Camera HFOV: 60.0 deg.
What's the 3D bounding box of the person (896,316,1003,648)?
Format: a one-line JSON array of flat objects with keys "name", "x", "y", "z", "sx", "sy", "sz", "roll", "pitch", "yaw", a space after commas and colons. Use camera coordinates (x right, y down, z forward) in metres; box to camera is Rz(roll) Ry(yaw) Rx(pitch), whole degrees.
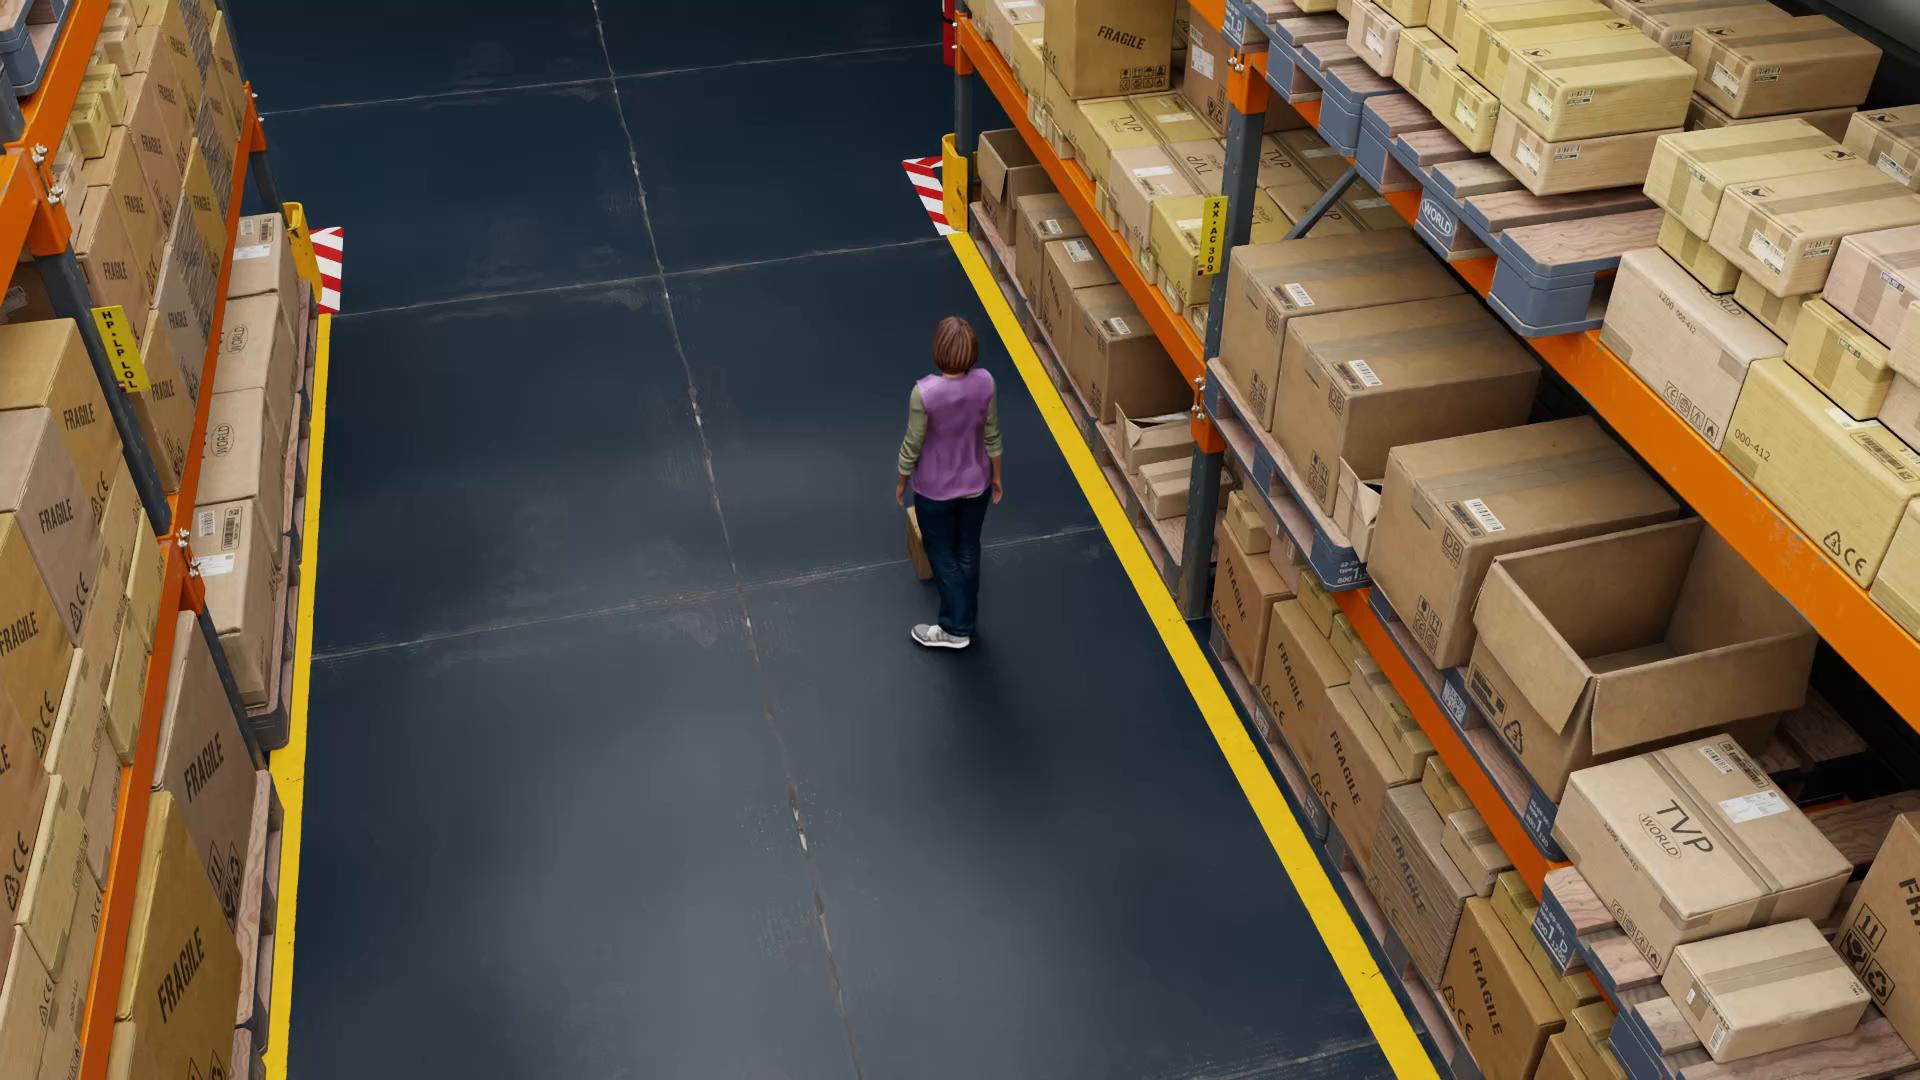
[{"name": "person", "x": -0.037, "y": -0.226, "z": 6.978, "sx": 0.450, "sy": 1.597, "sz": 0.357, "roll": -14, "pitch": 41, "yaw": -17}]
